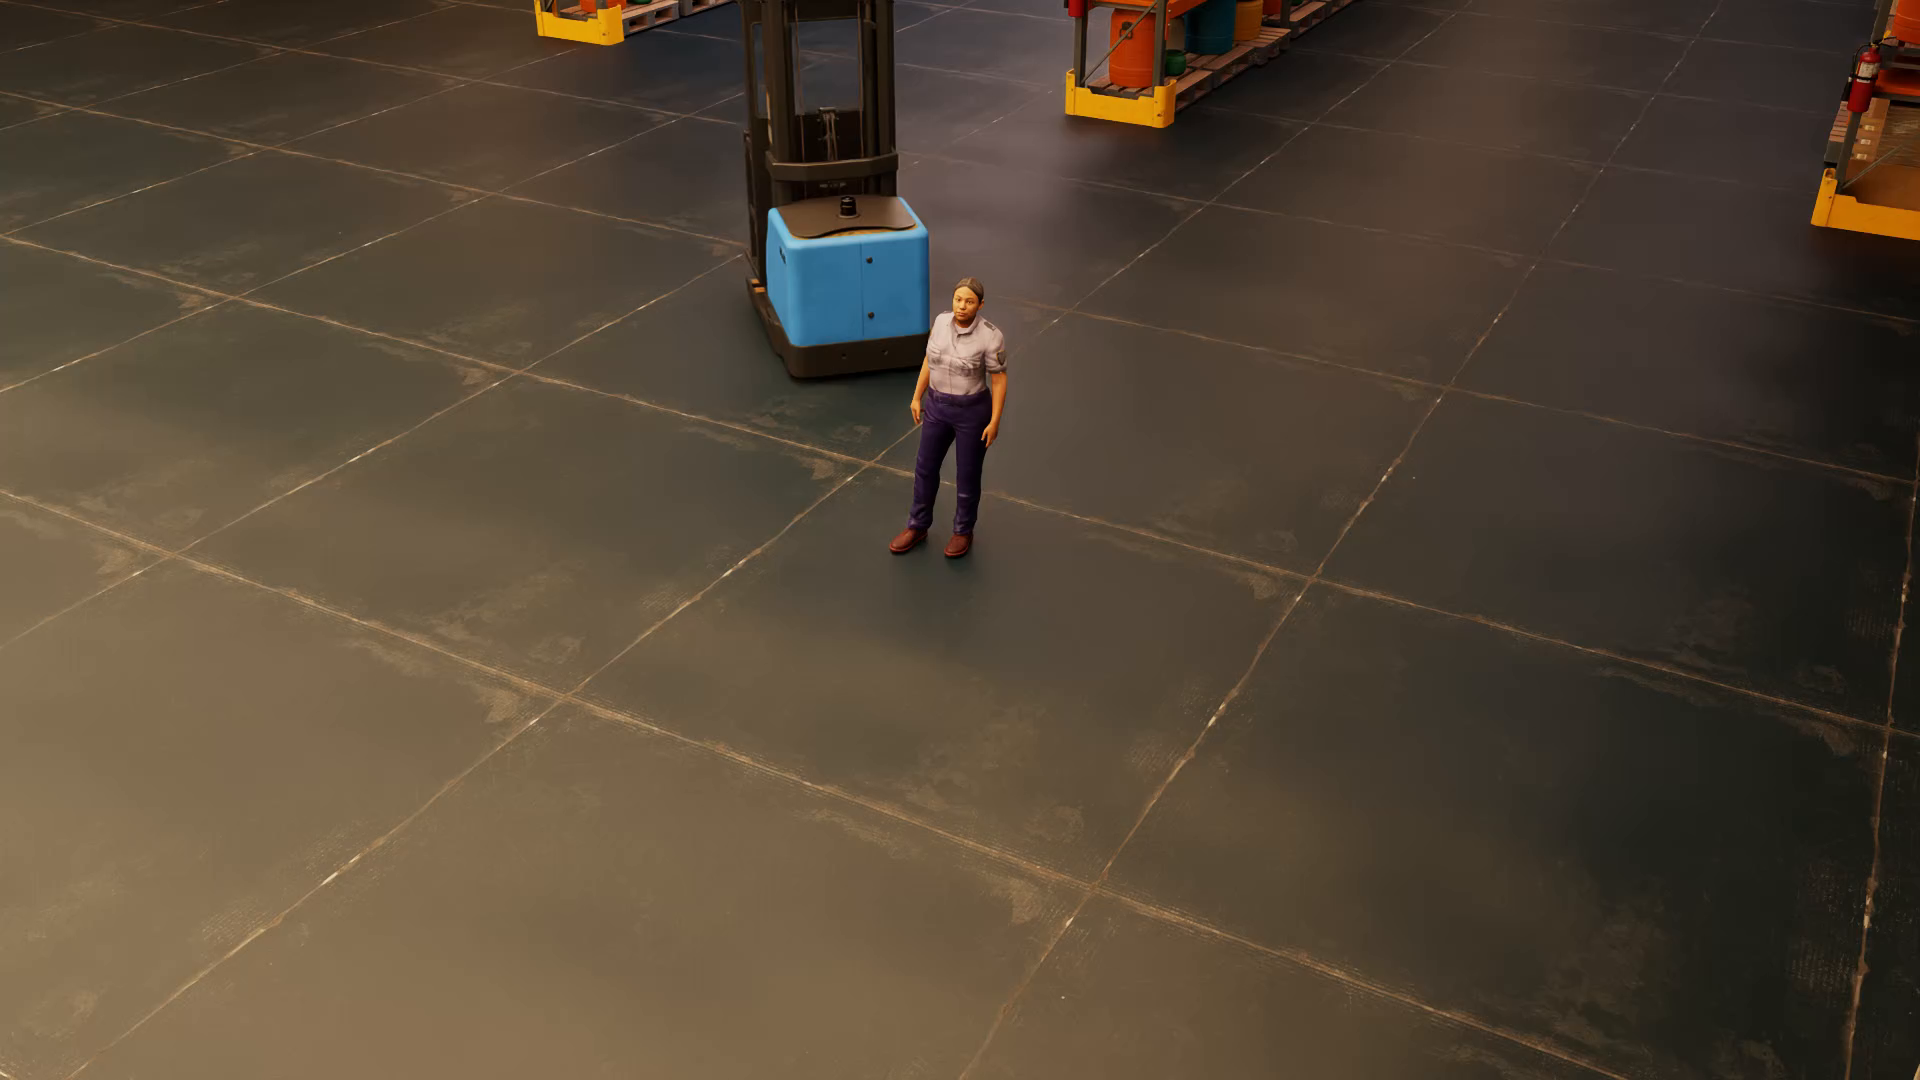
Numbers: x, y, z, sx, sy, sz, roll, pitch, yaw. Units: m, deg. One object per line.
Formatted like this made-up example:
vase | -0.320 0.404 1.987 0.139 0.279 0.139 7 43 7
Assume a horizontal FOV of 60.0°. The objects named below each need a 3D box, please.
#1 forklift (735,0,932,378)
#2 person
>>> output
forklift | -1.085 -3.149 12.527 1.130 2.935 3.031 -8 31 -13
person | -0.063 -0.687 9.529 0.598 1.651 0.503 15 33 25
